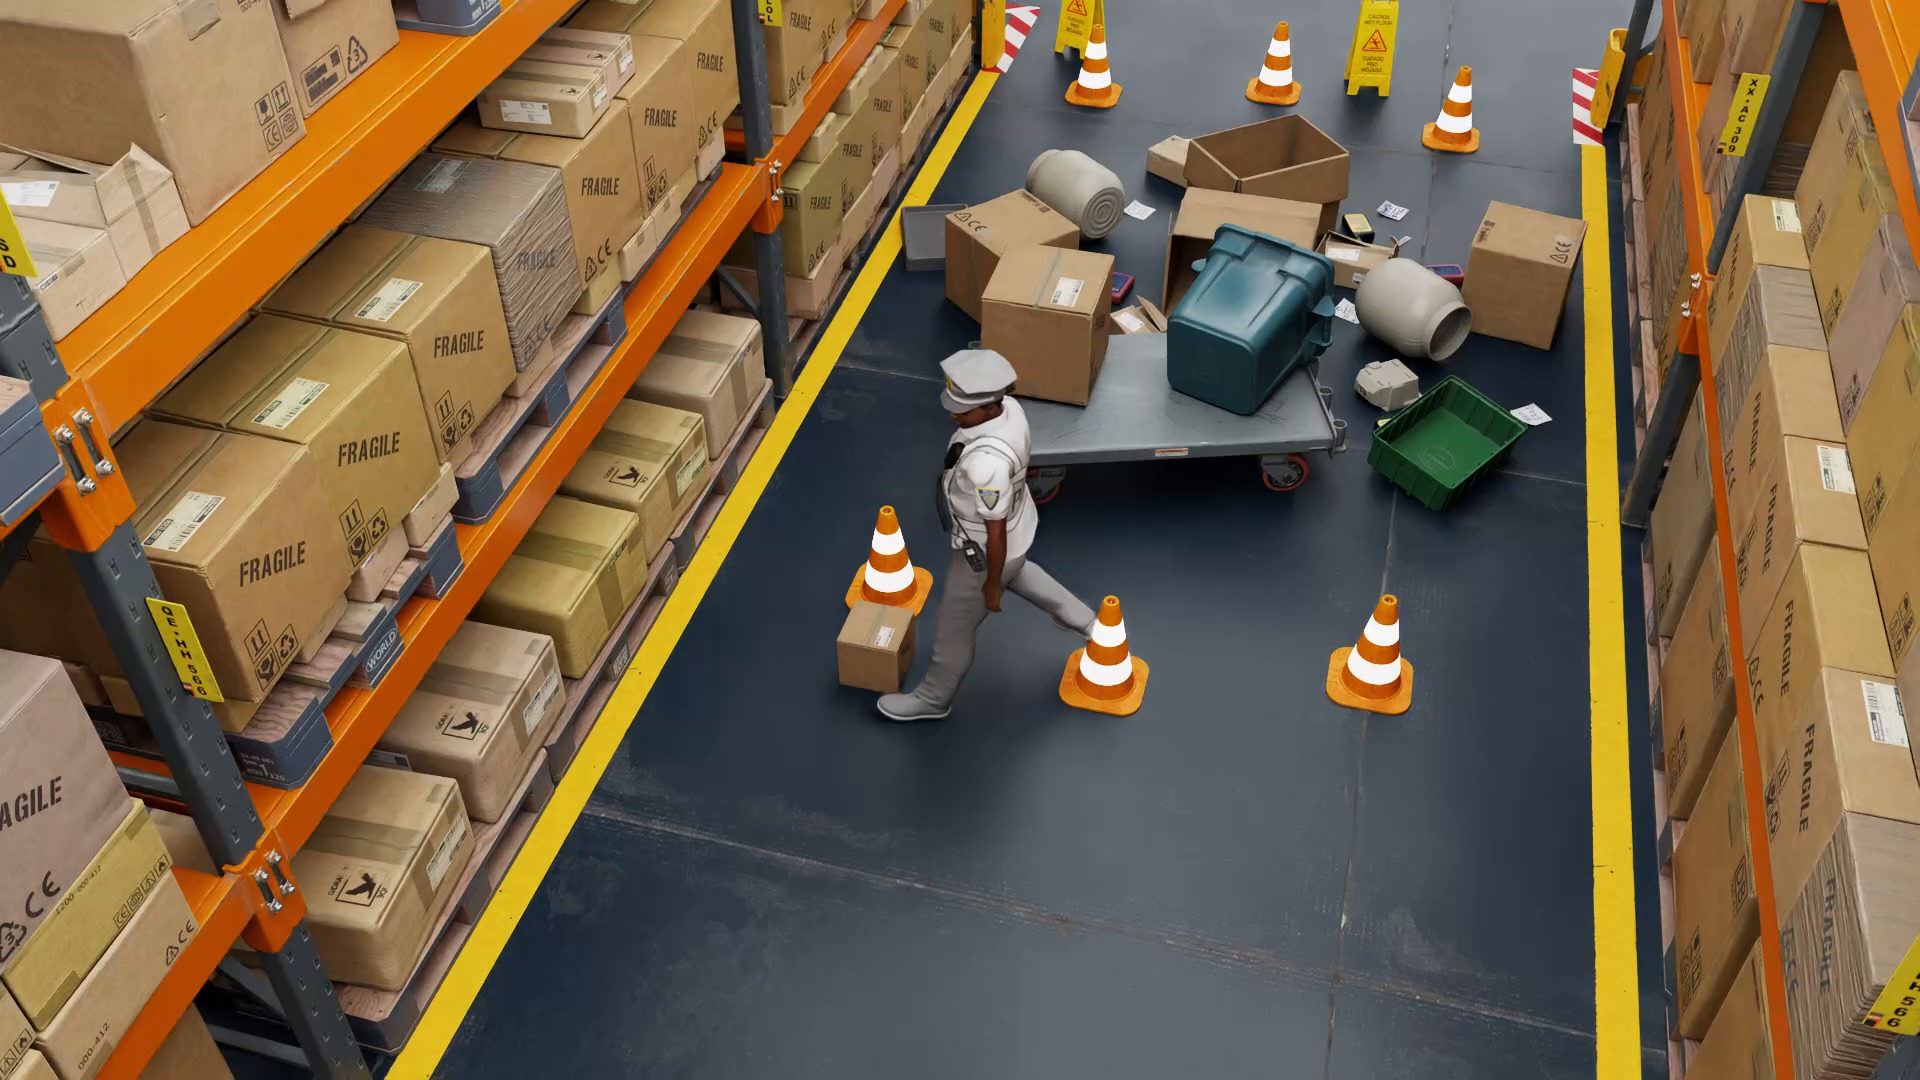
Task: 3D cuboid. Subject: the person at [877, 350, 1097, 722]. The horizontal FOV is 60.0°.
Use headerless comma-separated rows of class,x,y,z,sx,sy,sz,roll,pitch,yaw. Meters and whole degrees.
person,0.133,-0.031,6.204,0.834,1.634,0.603,9,42,10
